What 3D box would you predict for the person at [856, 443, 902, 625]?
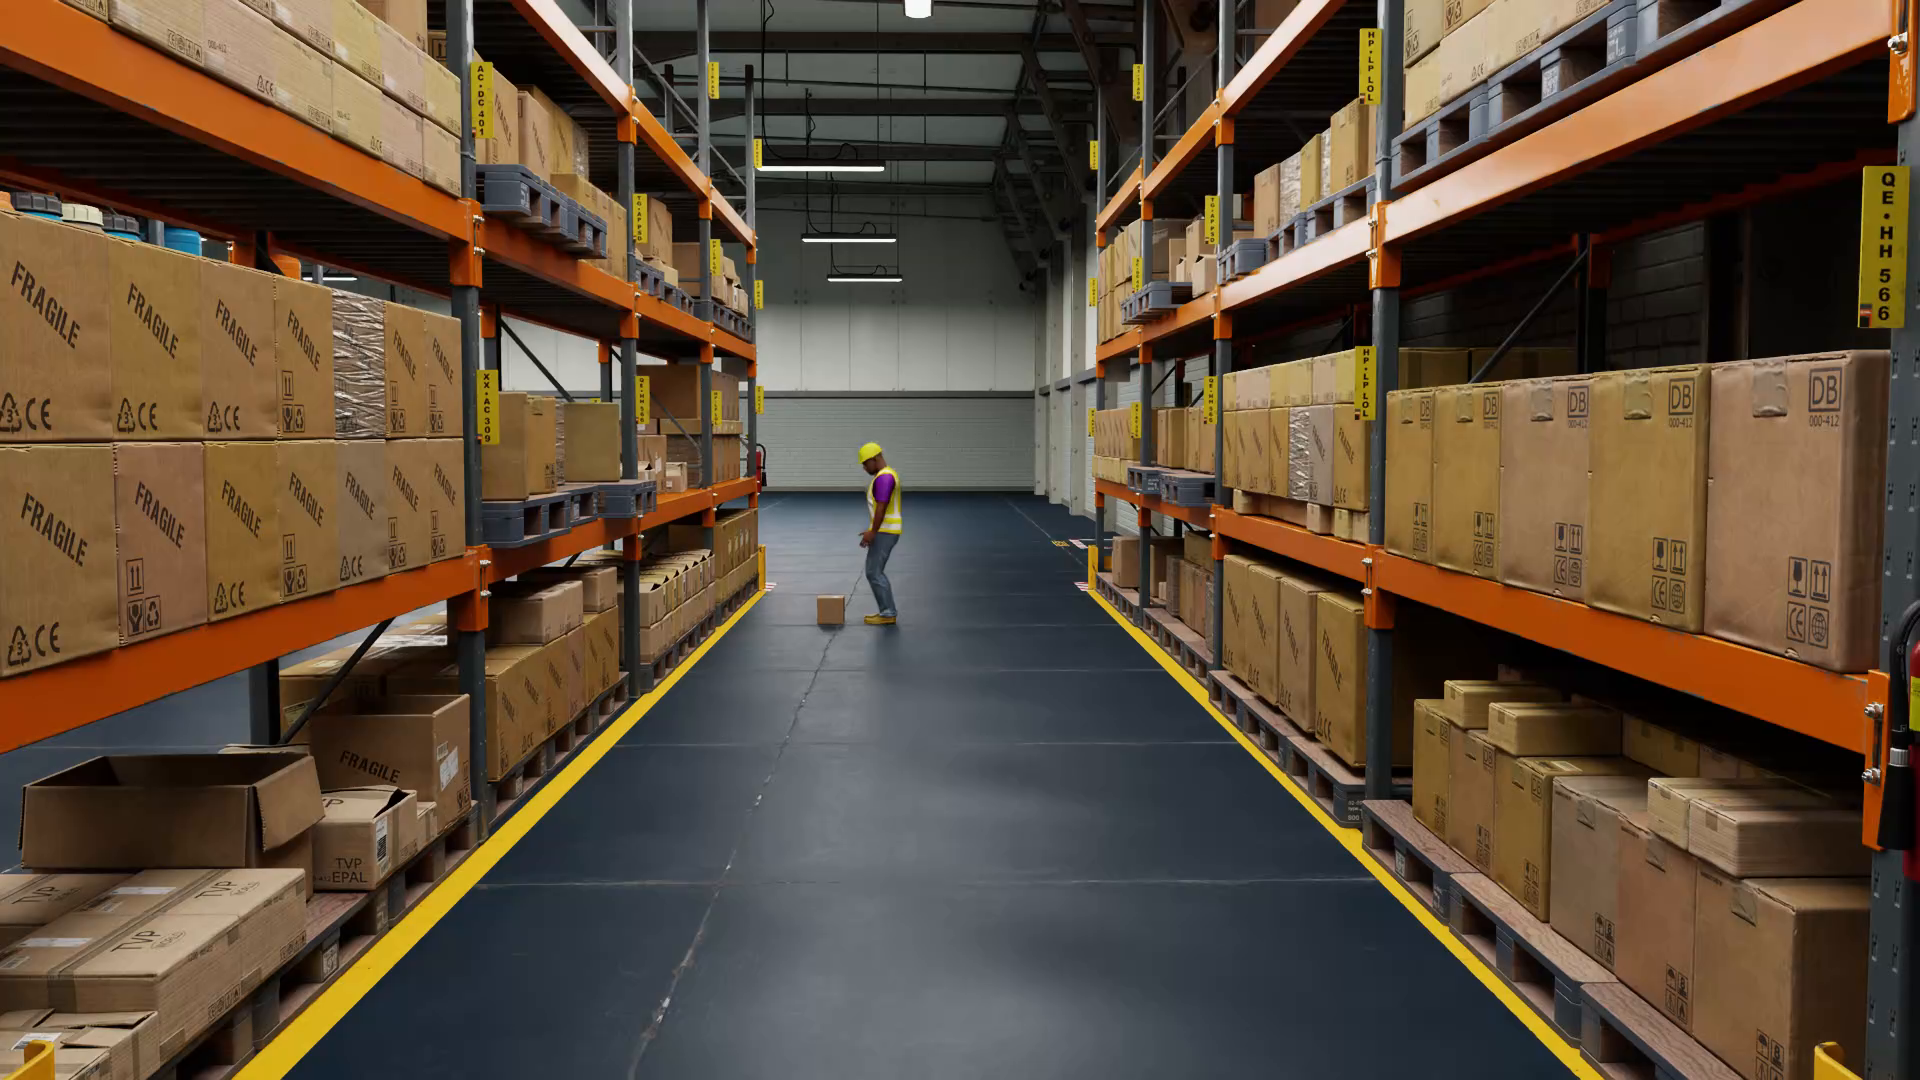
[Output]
[{"bbox_3d":[-0.770,-0.066,15.901,0.438,1.725,0.588,0,4,0],"label":"person"}]
